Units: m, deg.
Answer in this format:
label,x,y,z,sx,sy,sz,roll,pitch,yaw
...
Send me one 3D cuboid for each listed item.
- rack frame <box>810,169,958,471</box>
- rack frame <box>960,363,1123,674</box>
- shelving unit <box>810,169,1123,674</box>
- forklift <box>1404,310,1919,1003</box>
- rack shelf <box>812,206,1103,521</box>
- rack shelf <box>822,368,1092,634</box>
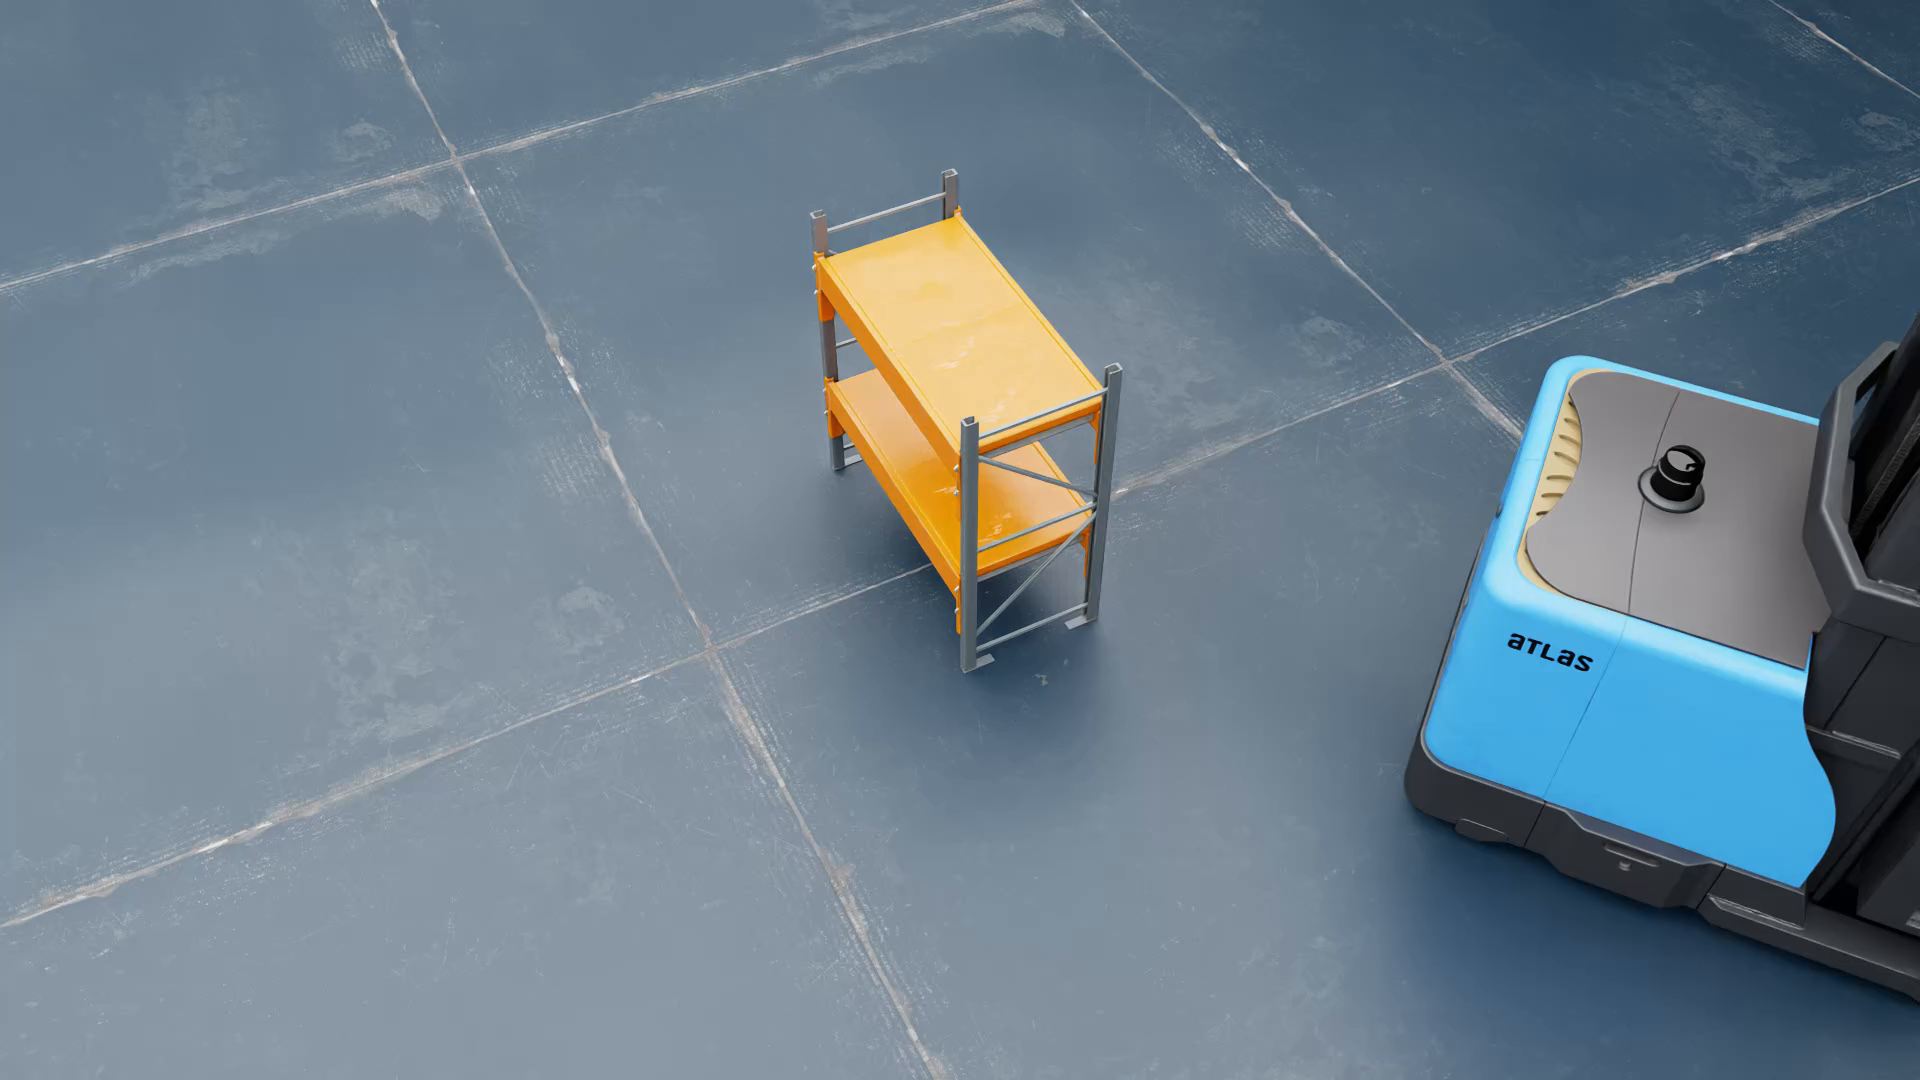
label,x,y,z,sx,sy,sz,roll,pitch,yaw
rack frame,-0.236,-0.715,5.628,0.500,1.125,0.032,-21,52,-18
rack frame,0.230,-0.035,5.033,0.500,1.125,0.032,-21,52,-18
shelving unit,-0.003,-0.375,5.331,0.538,1.125,1.048,-21,52,-18
forklift,2.899,-0.026,3.826,3.031,2.935,1.130,19,51,16
rack shelf,-0.003,-0.568,5.110,0.538,0.278,1.000,-21,52,-18
rack shelf,-0.003,-0.214,5.515,0.538,0.278,1.000,-21,52,-18
